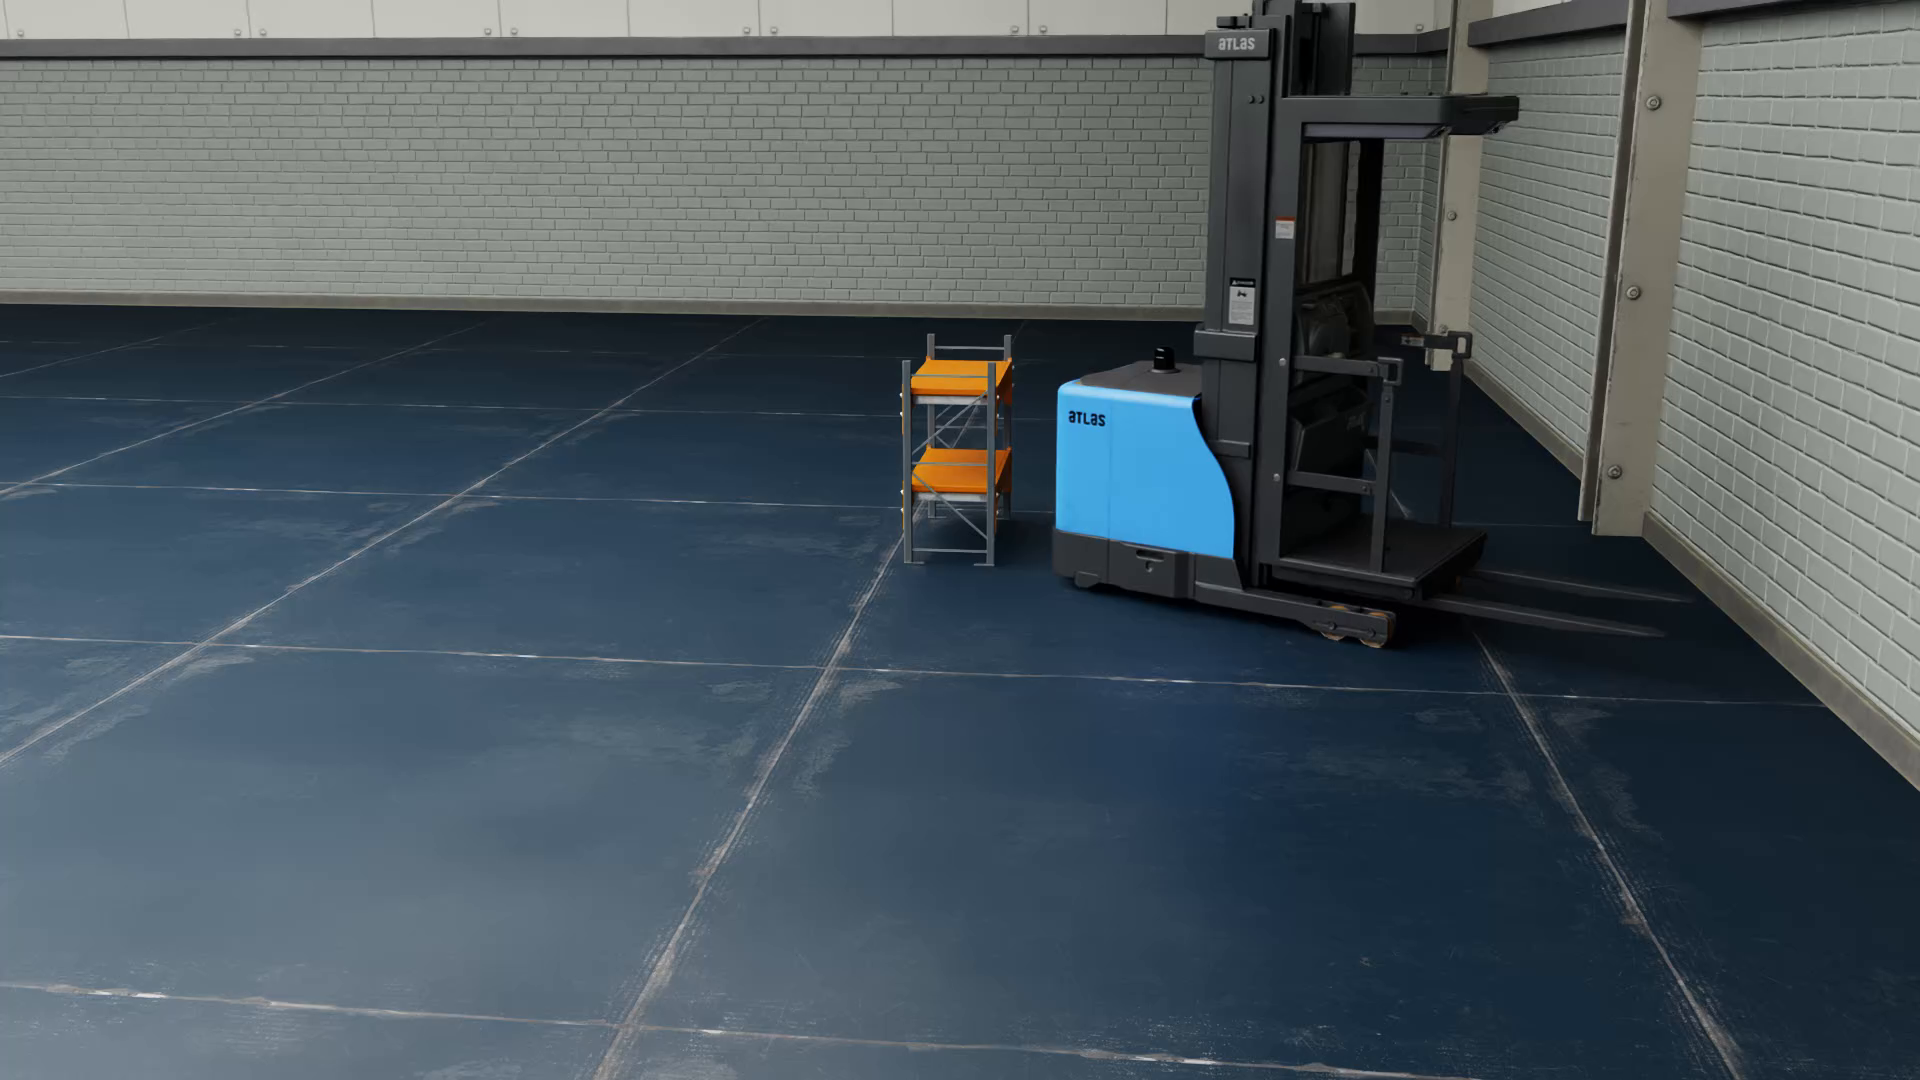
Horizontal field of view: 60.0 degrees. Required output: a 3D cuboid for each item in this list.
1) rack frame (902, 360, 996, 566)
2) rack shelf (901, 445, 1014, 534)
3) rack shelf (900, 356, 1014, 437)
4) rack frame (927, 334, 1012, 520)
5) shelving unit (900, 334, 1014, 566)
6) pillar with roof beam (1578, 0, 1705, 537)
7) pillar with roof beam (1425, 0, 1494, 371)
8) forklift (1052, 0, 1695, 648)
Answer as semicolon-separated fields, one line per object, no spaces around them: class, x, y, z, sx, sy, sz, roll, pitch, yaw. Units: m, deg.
rack frame;-0.058;-0.409;9.021;0.500;1.125;0.032;2;15;6
rack shelf;-0.001;-0.305;9.573;0.538;0.278;1.000;2;15;6
rack shelf;-0.001;-0.824;9.432;0.538;0.278;1.000;2;15;6
rack frame;0.057;-0.673;9.996;0.500;1.125;0.032;2;15;6
shelving unit;-0.001;-0.541;9.509;0.538;1.125;1.048;2;15;6
pillar with roof beam;-0.379;-4.546;9.236;9.100;9.000;0.400;2;15;6
pillar with roof beam;0.298;-6.103;14.991;9.100;9.000;0.400;2;15;6
forklift;1.995;-1.068;7.996;3.031;2.935;1.130;10;18;32
